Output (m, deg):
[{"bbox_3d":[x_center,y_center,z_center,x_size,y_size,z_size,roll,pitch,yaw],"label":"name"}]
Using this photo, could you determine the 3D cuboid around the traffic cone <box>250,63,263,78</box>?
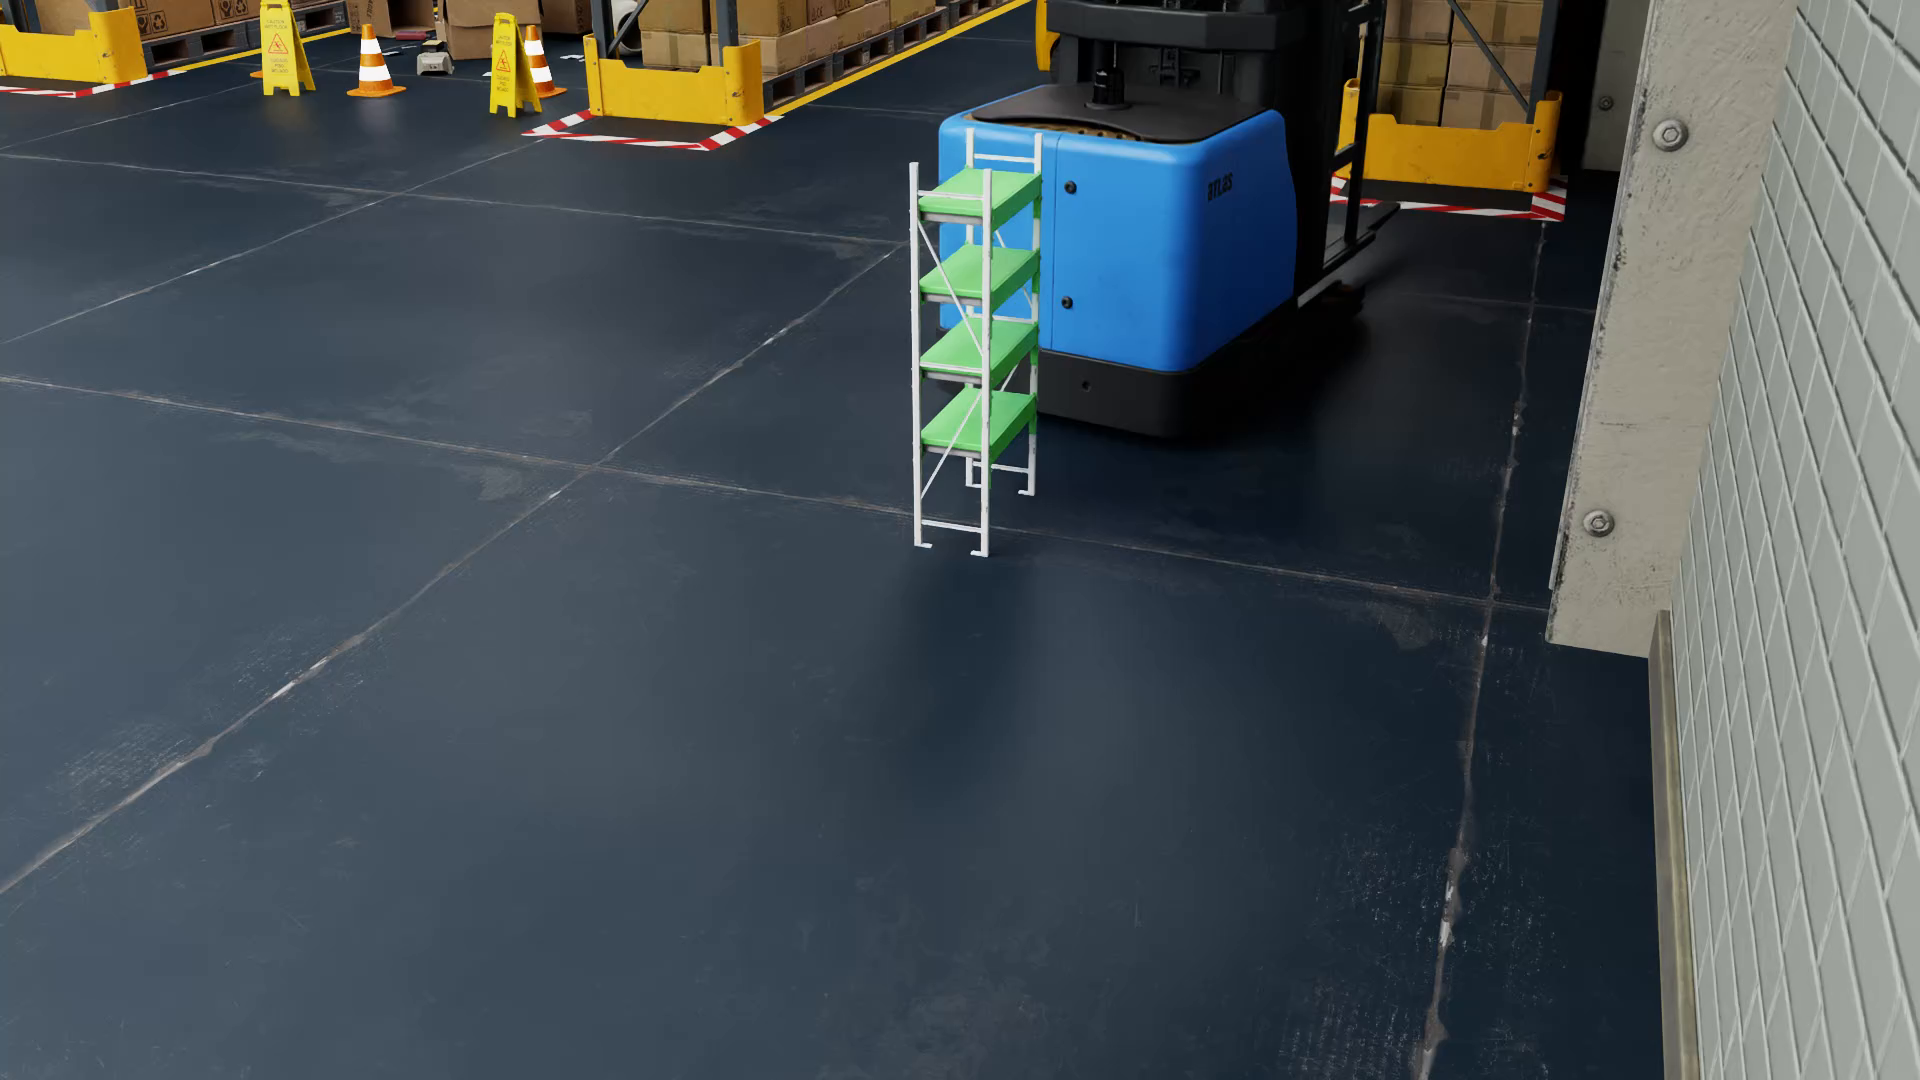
[{"bbox_3d":[-5.101,-3.699,12.359,0.336,0.463,0.334,9,27,17],"label":"traffic cone"}]

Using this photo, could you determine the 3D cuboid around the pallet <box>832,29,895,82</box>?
[{"bbox_3d":[-1.179,-3.757,12.767,1.003,0.211,1.213,9,27,17],"label":"pallet"}]

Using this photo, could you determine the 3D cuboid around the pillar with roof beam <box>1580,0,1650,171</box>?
[{"bbox_3d":[-0.212,-6.914,9.204,9.100,9.000,0.400,9,27,17],"label":"pillar with roof beam"}]

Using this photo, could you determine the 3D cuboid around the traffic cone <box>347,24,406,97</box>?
[{"bbox_3d":[-4.149,-3.396,11.732,0.336,0.463,0.334,9,27,17],"label":"traffic cone"}]

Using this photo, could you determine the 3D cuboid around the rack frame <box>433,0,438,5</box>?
[{"bbox_3d":[-5.286,-6.473,15.176,1.000,3.000,0.127,9,27,17],"label":"rack frame"}]

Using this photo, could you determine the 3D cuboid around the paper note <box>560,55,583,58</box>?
[{"bbox_3d":[-3.054,-3.815,13.108,0.148,0.019,0.142,20,32,35],"label":"paper note"}]

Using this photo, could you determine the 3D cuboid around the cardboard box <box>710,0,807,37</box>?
[{"bbox_3d":[-1.379,-3.743,11.351,0.500,0.500,0.500,8,27,16],"label":"cardboard box"}]

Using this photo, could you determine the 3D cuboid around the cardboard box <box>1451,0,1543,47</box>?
[{"bbox_3d":[3.105,-3.006,9.542,0.500,0.250,0.500,8,27,17],"label":"cardboard box"}]

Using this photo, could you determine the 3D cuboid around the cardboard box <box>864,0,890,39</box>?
[{"bbox_3d":[-0.869,-4.037,12.819,0.500,0.250,0.500,9,27,18],"label":"cardboard box"}]

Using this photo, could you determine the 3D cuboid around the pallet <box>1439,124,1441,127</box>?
[{"bbox_3d":[2.981,-2.499,10.170,1.003,0.211,1.213,9,27,17],"label":"pallet"}]

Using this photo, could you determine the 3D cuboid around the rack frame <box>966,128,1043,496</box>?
[{"bbox_3d":[0.136,-0.708,5.336,0.240,1.200,0.015,9,27,17],"label":"rack frame"}]

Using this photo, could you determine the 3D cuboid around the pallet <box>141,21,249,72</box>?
[{"bbox_3d":[-6.425,-3.914,13.091,1.003,0.211,1.213,9,27,17],"label":"pallet"}]

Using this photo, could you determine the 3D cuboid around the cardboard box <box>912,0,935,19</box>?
[{"bbox_3d":[-0.528,-4.466,13.705,0.500,0.250,0.500,10,28,20],"label":"cardboard box"}]

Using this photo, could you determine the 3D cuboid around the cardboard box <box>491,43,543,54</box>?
[{"bbox_3d":[-3.385,-3.701,12.722,0.250,0.149,0.380,-20,33,-36],"label":"cardboard box"}]

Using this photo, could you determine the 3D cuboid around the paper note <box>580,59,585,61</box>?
[{"bbox_3d":[-2.934,-3.749,12.982,0.032,0.001,0.123,9,27,17],"label":"paper note"}]

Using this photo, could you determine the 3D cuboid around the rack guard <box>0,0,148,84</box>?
[{"bbox_3d":[-6.625,-3.694,12.305,1.175,0.500,0.348,9,27,17],"label":"rack guard"}]

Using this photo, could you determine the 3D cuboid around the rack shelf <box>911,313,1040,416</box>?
[{"bbox_3d":[0.055,-0.551,5.157,0.258,0.148,0.480,9,27,17],"label":"rack shelf"}]

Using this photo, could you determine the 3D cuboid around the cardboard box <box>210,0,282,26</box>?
[{"bbox_3d":[-6.163,-4.712,13.495,0.875,0.875,0.875,8,27,17],"label":"cardboard box"}]

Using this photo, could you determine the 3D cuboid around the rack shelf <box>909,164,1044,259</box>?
[{"bbox_3d":[0.055,-0.983,4.948,0.258,0.148,0.480,9,27,17],"label":"rack shelf"}]

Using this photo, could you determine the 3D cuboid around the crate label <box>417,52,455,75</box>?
[{"bbox_3d":[-3.946,-3.581,12.489,0.250,0.136,0.298,-5,26,-9],"label":"crate label"}]

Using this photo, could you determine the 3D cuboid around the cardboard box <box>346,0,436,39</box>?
[{"bbox_3d":[-4.835,-4.562,14.095,0.500,0.500,0.500,14,29,26],"label":"cardboard box"}]

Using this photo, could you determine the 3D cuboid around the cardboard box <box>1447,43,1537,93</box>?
[{"bbox_3d":[3.119,-2.774,9.636,0.500,0.250,0.500,9,27,18],"label":"cardboard box"}]

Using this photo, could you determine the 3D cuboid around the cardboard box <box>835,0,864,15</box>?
[{"bbox_3d":[-1.035,-4.163,12.219,0.500,0.500,0.500,9,27,18],"label":"cardboard box"}]

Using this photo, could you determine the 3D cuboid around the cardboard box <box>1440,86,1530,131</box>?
[{"bbox_3d":[3.114,-2.559,9.767,0.500,0.250,0.500,9,27,18],"label":"cardboard box"}]

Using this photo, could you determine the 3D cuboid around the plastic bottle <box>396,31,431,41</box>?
[{"bbox_3d":[-4.543,-4.204,13.862,0.283,0.061,0.133,0,26,-1],"label":"plastic bottle"}]

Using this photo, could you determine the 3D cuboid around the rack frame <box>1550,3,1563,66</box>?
[{"bbox_3d":[4.098,-5.078,12.296,1.000,3.000,0.127,9,27,17],"label":"rack frame"}]

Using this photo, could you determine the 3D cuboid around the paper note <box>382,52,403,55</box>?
[{"bbox_3d":[-4.508,-3.873,13.215,0.144,0.017,0.142,20,32,35],"label":"paper note"}]

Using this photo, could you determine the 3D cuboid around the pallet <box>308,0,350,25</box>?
[{"bbox_3d":[-5.613,-4.916,15.162,1.003,0.211,1.213,9,27,17],"label":"pallet"}]

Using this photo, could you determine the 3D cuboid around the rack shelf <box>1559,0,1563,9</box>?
[{"bbox_3d":[3.432,-3.932,10.755,1.077,0.370,4.000,9,27,17],"label":"rack shelf"}]

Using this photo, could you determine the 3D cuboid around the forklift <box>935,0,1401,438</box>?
[{"bbox_3d":[1.095,-2.278,6.591,1.130,2.935,3.031,15,29,27],"label":"forklift"}]

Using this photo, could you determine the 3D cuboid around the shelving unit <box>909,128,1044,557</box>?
[{"bbox_3d":[0.055,-0.608,5.129,0.258,1.200,0.503,9,27,17],"label":"shelving unit"}]

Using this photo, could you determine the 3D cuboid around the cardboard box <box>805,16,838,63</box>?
[{"bbox_3d":[-1.209,-3.604,11.925,0.500,0.250,0.500,10,27,19],"label":"cardboard box"}]

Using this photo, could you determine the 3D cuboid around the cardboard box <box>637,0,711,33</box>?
[{"bbox_3d":[-1.895,-3.808,11.487,0.500,0.500,0.500,9,27,18],"label":"cardboard box"}]

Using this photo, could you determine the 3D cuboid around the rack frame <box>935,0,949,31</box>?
[{"bbox_3d":[-0.585,-5.796,13.779,1.000,3.000,0.127,9,27,17],"label":"rack frame"}]

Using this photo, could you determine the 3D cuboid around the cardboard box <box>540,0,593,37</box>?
[{"bbox_3d":[-3.415,-4.564,13.944,0.797,0.637,0.503,9,27,17],"label":"cardboard box"}]

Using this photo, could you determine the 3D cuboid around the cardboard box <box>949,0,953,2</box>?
[{"bbox_3d":[-0.412,-5.018,14.706,0.950,0.372,0.625,9,27,18],"label":"cardboard box"}]

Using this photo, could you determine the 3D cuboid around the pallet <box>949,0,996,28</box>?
[{"bbox_3d":[-0.327,-4.861,15.048,1.003,0.211,1.213,9,27,17],"label":"pallet"}]

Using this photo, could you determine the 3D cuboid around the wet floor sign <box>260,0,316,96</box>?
[{"bbox_3d":[-4.760,-3.470,11.676,0.267,0.644,0.232,4,26,8],"label":"wet floor sign"}]
